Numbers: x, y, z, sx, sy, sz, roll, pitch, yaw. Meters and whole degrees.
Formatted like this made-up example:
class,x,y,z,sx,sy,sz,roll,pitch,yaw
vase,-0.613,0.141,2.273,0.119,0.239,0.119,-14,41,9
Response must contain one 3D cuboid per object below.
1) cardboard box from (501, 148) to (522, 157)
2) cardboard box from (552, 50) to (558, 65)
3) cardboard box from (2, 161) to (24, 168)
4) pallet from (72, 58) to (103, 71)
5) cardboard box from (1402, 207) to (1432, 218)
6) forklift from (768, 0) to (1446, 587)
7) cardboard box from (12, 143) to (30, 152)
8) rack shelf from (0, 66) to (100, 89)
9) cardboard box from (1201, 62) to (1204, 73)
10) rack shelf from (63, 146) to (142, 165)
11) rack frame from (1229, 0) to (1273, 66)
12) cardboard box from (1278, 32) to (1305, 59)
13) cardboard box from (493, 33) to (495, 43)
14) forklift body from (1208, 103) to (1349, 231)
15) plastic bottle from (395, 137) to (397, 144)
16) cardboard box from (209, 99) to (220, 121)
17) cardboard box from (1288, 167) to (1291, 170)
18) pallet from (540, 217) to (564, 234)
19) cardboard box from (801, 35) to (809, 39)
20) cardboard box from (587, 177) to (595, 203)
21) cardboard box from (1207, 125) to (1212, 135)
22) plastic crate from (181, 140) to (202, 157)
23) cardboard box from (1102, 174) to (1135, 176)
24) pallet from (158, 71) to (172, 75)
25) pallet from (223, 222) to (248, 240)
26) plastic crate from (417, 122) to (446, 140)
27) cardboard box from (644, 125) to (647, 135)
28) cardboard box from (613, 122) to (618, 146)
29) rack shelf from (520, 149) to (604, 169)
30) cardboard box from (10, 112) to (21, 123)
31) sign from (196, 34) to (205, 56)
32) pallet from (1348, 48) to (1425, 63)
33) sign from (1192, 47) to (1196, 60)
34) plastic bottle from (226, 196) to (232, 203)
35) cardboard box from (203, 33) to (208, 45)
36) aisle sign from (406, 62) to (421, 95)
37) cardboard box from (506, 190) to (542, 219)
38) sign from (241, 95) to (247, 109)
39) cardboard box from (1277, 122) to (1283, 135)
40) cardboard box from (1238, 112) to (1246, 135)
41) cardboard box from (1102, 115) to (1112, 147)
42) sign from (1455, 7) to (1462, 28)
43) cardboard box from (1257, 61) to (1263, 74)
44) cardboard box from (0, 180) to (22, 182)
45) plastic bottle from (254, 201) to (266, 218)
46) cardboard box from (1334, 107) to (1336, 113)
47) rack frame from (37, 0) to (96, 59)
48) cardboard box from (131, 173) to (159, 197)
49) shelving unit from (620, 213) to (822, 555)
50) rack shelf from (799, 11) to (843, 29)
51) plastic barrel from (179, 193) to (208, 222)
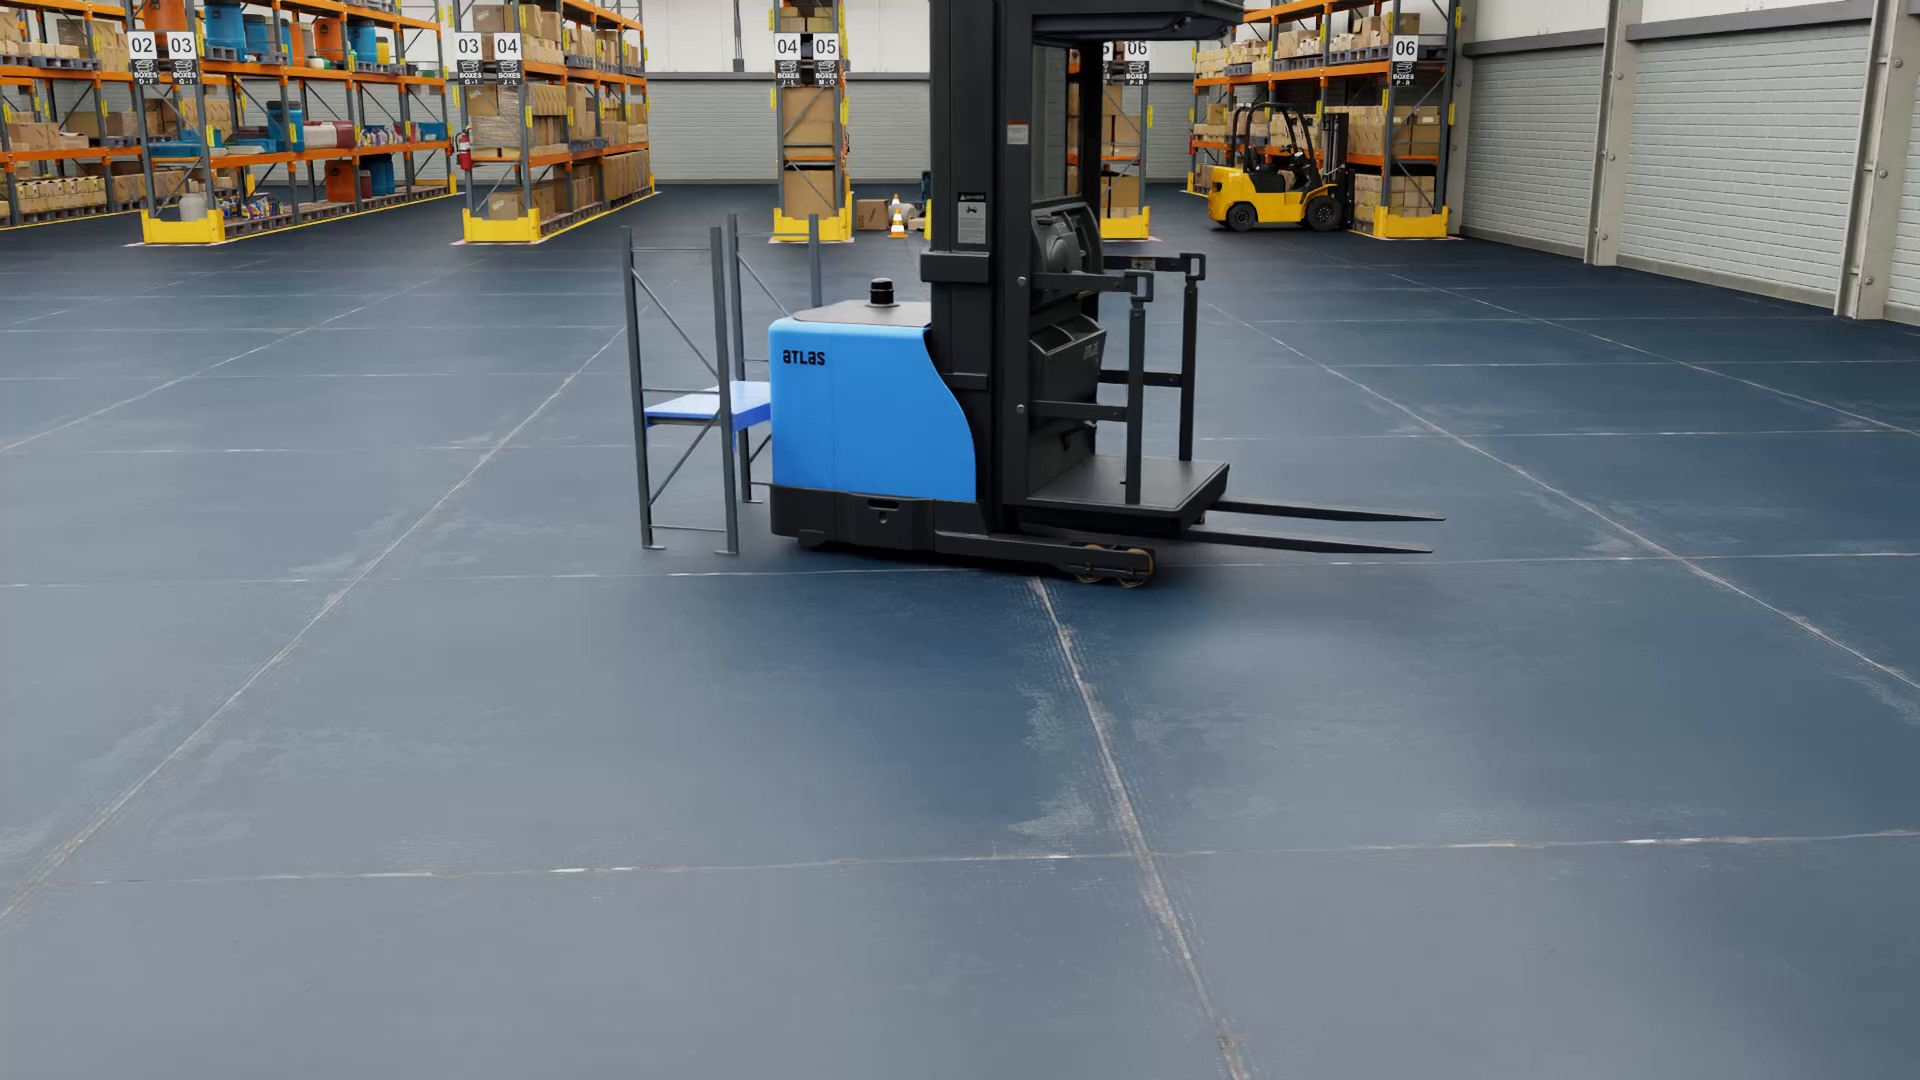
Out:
class,x,y,z,sx,sy,sz,roll,pitch,yaw
cardboard box,-7.149,-6.226,26.708,0.380,0.149,0.250,-1,14,-3
cardboard box,-7.307,-8.408,28.968,0.500,0.250,0.500,-1,14,-2
cardboard box,-22.843,-9.065,40.109,0.380,0.149,0.250,0,14,-2
pallet,-17.622,-9.304,32.528,1.213,0.211,1.003,0,14,-1
cardboard box,7.640,-5.500,28.060,0.500,0.250,0.500,-1,14,-3
forklift,0.673,-1.365,7.450,3.031,2.935,1.130,5,15,20
cardboard box,-17.356,-7.218,30.563,0.380,0.149,0.250,-1,14,-3
rack shelf,-17.629,-8.717,31.312,1.077,0.370,4.000,-1,14,-3
cardboard box,6.291,-11.766,41.421,0.500,0.250,0.500,-1,14,-2
rack shelf,-17.877,-8.260,35.552,1.077,0.370,4.000,-1,14,-3
rack frame,6.732,-12.393,38.135,1.000,3.000,0.127,-1,14,-3
cardboard box,6.781,-10.062,33.850,0.500,0.500,0.500,-1,14,-3
cardboard box,-7.156,-7.918,26.263,0.380,0.149,0.250,-1,14,-4
forklift body,5.537,-6.536,29.113,2.313,2.155,1.214,-1,14,-3
plastic bottle,-12.675,-8.963,37.242,0.097,0.201,0.097,0,14,0
cardboard box,-17.846,-10.144,39.226,0.500,0.500,0.500,0,14,-2
cardboard box,7.258,-7.935,35.717,0.380,0.149,0.250,0,14,-1
pallet,-7.462,-5.447,28.772,1.003,0.211,1.213,-1,14,-3
cardboard box,-2.813,-8.592,28.043,0.500,0.250,0.500,-1,14,-3
cardboard box,-7.804,-7.099,33.730,0.700,0.500,0.500,-2,15,-6
cardboard box,6.362,-10.059,40.806,0.500,0.250,0.500,-1,14,-5
plastic crate,-12.677,-6.406,27.203,0.499,0.251,0.408,-1,14,-3
cardboard box,2.709,-6.002,28.503,0.500,0.500,0.500,-1,14,-6
pallet,-18.030,-10.304,36.411,1.213,0.211,1.003,-1,14,-3
pallet,-12.410,-5.066,27.294,1.003,0.211,1.213,-1,14,-3
plastic crate,-13.097,-10.142,41.231,0.616,0.435,0.499,-1,14,-3
cardboard box,-8.066,-10.207,41.382,0.500,0.250,0.500,-1,14,-4
cardboard box,-7.722,-8.816,36.070,0.500,0.500,0.500,-1,14,-3
rack shelf,-7.741,-7.417,32.277,1.077,0.370,4.000,-1,14,-3
cardboard box,-23.095,-9.861,39.729,0.980,0.700,0.700,-1,14,-4
sign,-11.764,-7.661,25.744,0.100,0.325,0.005,-1,14,-3
pallet,7.379,-8.394,28.788,1.003,0.211,1.213,-1,14,-3
sign,5.942,-12.350,42.233,0.100,0.325,0.005,-1,14,-3
plastic bottle,-12.925,-5.914,29.427,0.144,0.351,0.185,0,14,-2
cardboard box,-18.116,-11.710,39.290,0.700,0.500,0.500,-1,14,-3
aisle sign,-13.605,-11.448,41.283,0.394,0.787,0.004,-1,14,-3
cardboard box,-7.483,-5.726,28.433,0.500,0.500,0.500,0,14,2
sign,-17.693,-10.818,41.092,0.100,0.325,0.005,-1,14,-3
cardboard box,6.793,-8.424,34.045,0.500,0.250,0.500,0,14,-2
cardboard box,6.619,-9.292,37.078,0.700,0.500,0.500,-1,14,-4
cardboard box,2.213,-6.749,27.440,0.500,0.500,0.500,-1,14,-4
sign,8.030,-8.425,26.818,0.100,0.325,0.005,-1,14,-3
cardboard box,6.674,-10.122,35.628,0.500,0.250,0.500,-1,14,-3
cardboard box,-17.883,-6.609,31.243,0.500,0.311,0.500,-1,14,-4
plastic bottle,-12.195,-5.761,28.981,0.152,0.276,0.135,-1,14,-2
cardboard box,7.075,-7.858,30.447,0.380,0.149,0.250,-1,14,-3
rack frame,-17.753,-11.016,32.782,1.000,3.000,0.127,-1,14,-3
cardboard box,-17.597,-7.615,35.738,0.500,0.500,0.500,-1,14,-5
shelving unit,-1.106,-0.796,8.088,0.538,1.500,1.048,4,15,20
rack shelf,-3.033,-11.175,35.645,1.077,0.370,4.000,-1,14,-3
plastic barrel,-12.430,-5.358,26.979,0.421,0.512,0.421,0,14,0
